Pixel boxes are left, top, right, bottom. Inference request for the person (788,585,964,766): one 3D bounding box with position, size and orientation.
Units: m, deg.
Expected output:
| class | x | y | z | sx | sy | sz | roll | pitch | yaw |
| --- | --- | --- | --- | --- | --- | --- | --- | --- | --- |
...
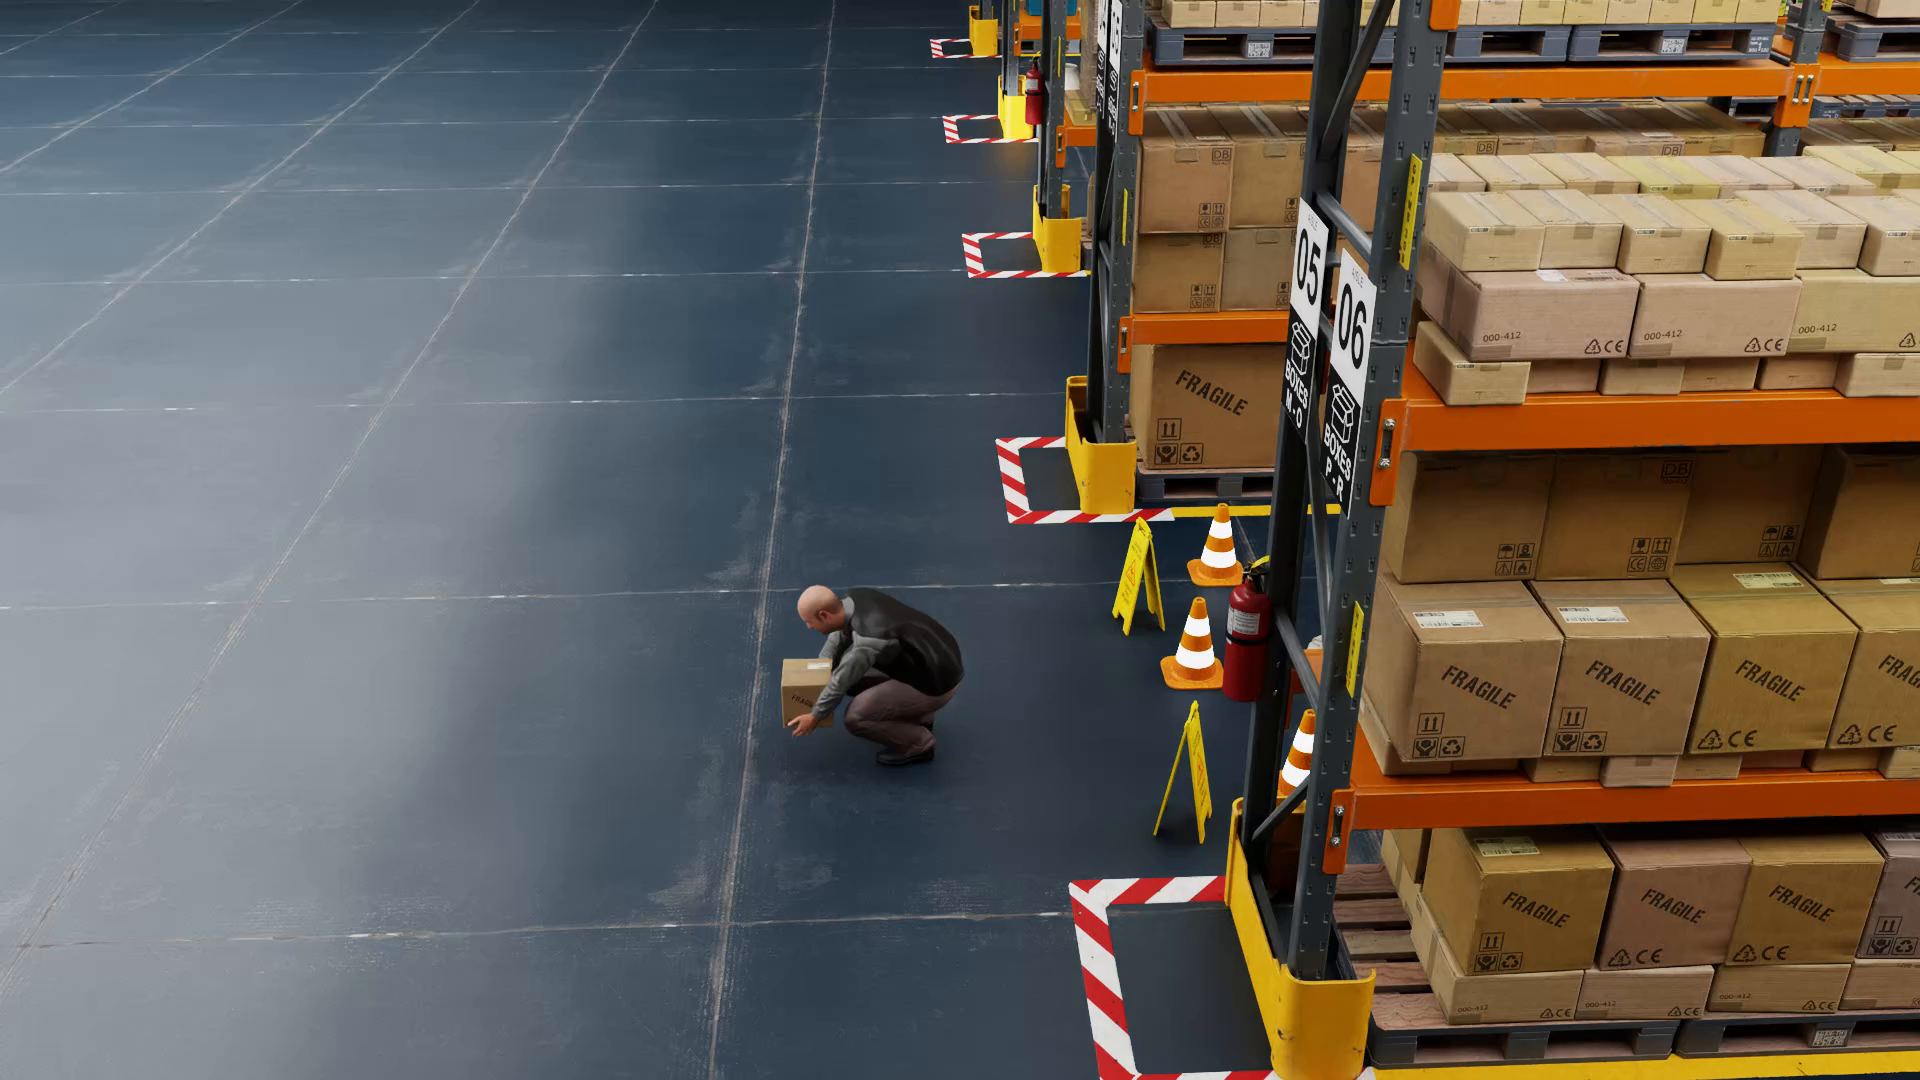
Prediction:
| class | x | y | z | sx | sy | sz | roll | pitch | yaw |
| --- | --- | --- | --- | --- | --- | --- | --- | --- | --- |
| person | -0.423 | 0.626 | 8.270 | 0.881 | 0.970 | 0.523 | -2 | 27 | -3 |
